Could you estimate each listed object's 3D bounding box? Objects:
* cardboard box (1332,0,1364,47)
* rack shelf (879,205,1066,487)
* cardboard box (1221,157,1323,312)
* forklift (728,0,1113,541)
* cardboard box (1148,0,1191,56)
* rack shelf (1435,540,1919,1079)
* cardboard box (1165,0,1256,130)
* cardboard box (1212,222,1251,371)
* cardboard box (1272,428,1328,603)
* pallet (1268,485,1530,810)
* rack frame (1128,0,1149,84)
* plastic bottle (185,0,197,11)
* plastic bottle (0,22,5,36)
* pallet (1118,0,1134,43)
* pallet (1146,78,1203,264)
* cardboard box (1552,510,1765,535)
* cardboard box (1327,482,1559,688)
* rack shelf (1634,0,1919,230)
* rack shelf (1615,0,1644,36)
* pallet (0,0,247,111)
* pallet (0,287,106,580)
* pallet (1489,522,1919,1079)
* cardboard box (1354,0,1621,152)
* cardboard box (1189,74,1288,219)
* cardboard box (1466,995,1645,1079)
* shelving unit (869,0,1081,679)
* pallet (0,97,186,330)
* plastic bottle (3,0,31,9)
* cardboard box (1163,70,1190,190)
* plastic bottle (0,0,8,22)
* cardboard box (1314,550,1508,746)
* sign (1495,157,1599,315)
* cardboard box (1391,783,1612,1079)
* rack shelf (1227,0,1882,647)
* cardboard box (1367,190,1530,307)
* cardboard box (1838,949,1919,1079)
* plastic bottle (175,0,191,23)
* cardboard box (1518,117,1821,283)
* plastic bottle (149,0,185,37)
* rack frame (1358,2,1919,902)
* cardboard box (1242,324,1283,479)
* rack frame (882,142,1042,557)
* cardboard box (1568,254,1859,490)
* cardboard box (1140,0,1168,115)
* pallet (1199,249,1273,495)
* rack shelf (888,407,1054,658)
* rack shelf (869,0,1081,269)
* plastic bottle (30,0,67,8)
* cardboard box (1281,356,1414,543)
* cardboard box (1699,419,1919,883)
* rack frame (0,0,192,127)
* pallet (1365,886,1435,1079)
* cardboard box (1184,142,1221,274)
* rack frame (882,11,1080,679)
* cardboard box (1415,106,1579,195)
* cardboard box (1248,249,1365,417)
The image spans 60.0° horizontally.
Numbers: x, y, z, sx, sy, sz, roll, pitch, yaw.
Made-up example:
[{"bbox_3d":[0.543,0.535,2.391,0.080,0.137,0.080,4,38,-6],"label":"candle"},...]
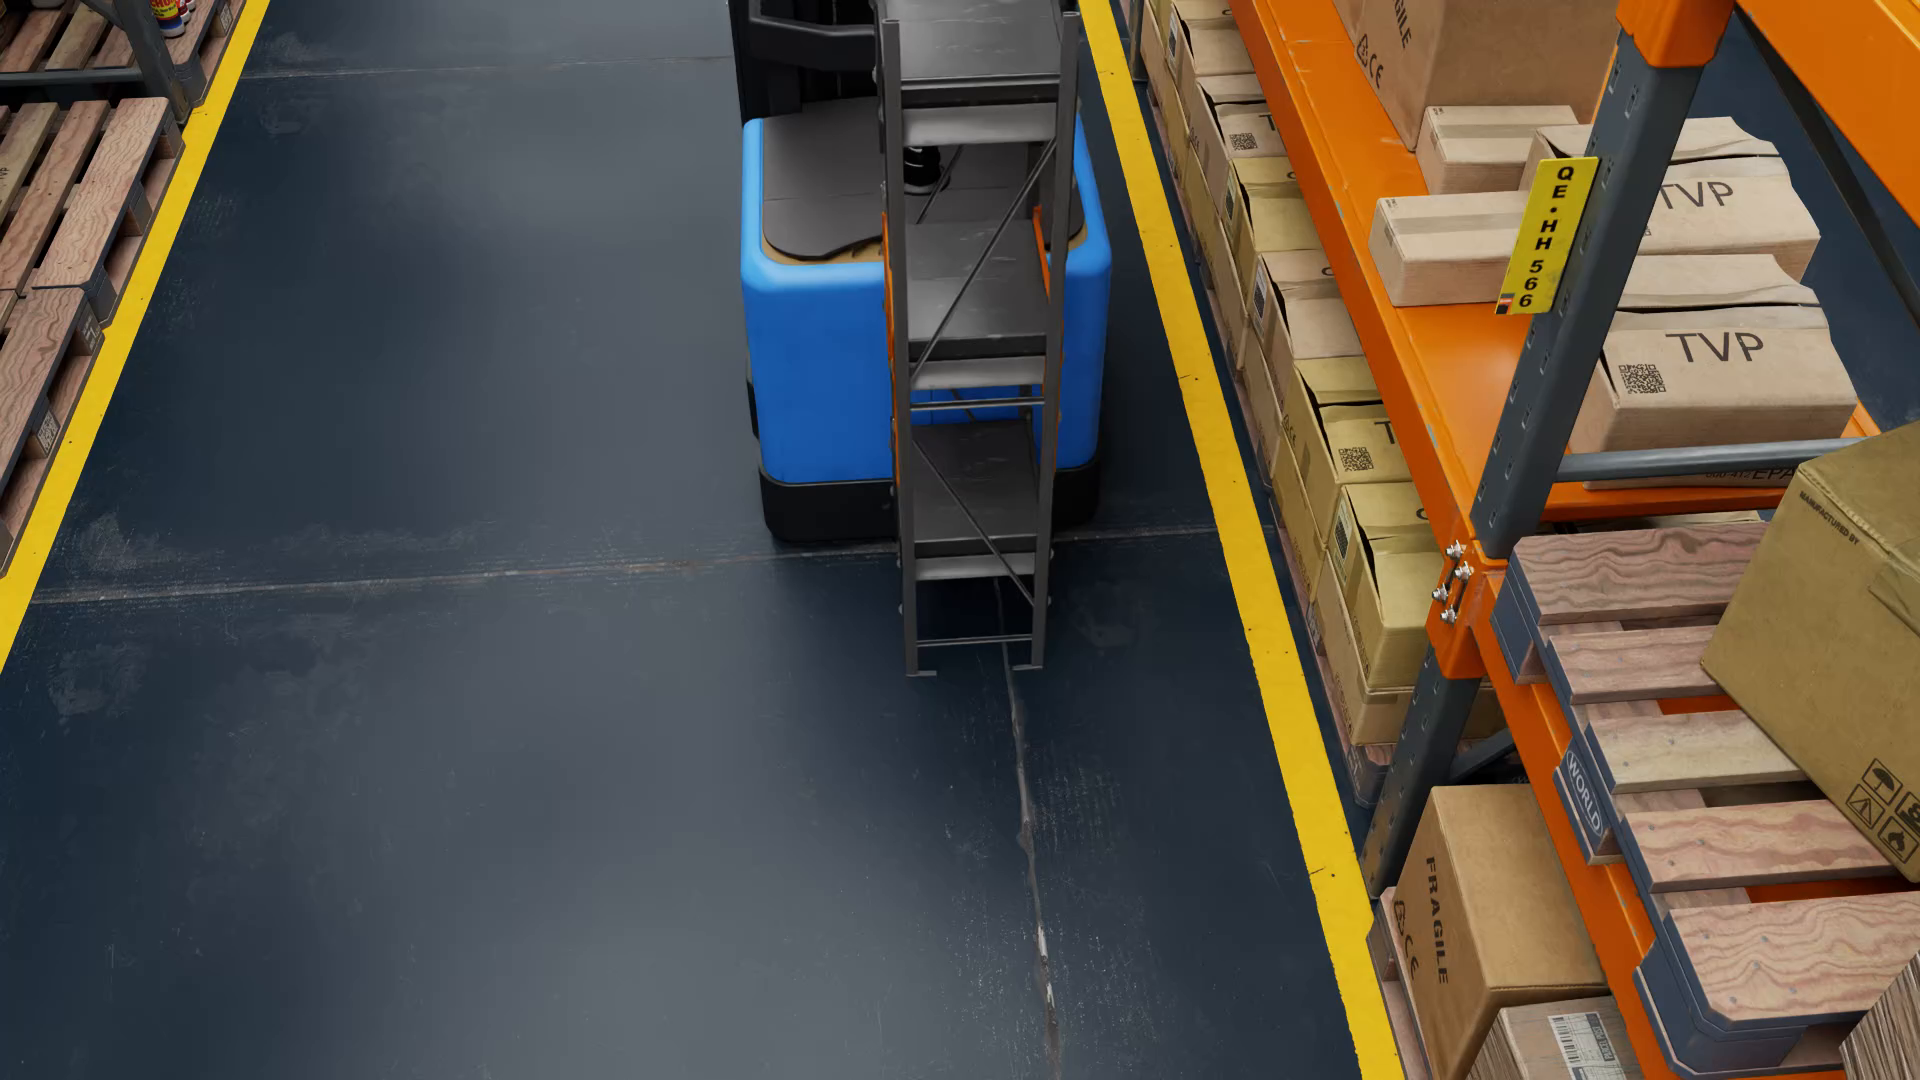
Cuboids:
[{"bbox_3d":[1.365,-1.787,4.808,0.500,0.500,0.500,-3,47,-3],"label":"cardboard box"},{"bbox_3d":[0.024,-0.501,4.297,0.431,0.518,0.480,-3,47,-3],"label":"rack shelf"},{"bbox_3d":[1.147,-1.019,5.367,0.500,0.311,0.500,-2,47,-2],"label":"cardboard box"},{"bbox_3d":[-0.200,-2.075,5.197,1.130,2.935,3.031,-3,47,-3],"label":"forklift"},{"bbox_3d":[1.017,-2.131,6.420,0.500,0.311,0.500,-3,47,-3],"label":"cardboard box"},{"bbox_3d":[1.733,1.535,2.226,1.077,0.370,4.000,-3,47,-3],"label":"rack shelf"},{"bbox_3d":[1.054,-1.768,6.077,0.500,0.311,0.500,-4,47,-4],"label":"cardboard box"},{"bbox_3d":[1.147,-0.833,5.577,0.500,0.250,0.500,-3,47,-3],"label":"cardboard box"},{"bbox_3d":[1.232,-0.097,4.880,0.500,0.250,0.500,-4,47,-4],"label":"cardboard box"},{"bbox_3d":[1.536,0.202,4.914,1.003,0.211,1.213,-3,47,-3],"label":"pallet"},{"bbox_3d":[1.231,-3.053,6.076,1.000,3.000,0.127,-3,47,-3],"label":"rack frame"},{"bbox_3d":[-3.312,-2.348,7.032,0.097,0.201,0.097,0,47,0],"label":"plastic bottle"},{"bbox_3d":[-4.046,-2.187,6.880,0.097,0.201,0.097,0,47,0],"label":"plastic bottle"},{"bbox_3d":[1.206,-2.672,7.635,1.003,0.211,1.213,-3,47,-3],"label":"pallet"},{"bbox_3d":[1.331,-1.564,6.585,1.003,0.211,1.213,-3,47,-3],"label":"pallet"},{"bbox_3d":[1.814,0.052,4.353,0.500,0.311,0.500,-2,47,-2],"label":"cardboard box"},{"bbox_3d":[1.276,0.085,4.322,0.500,0.311,0.500,-2,47,-2],"label":"cardboard box"},{"bbox_3d":[1.733,0.504,1.136,1.077,0.370,4.000,-3,47,-3],"label":"rack shelf"},{"bbox_3d":[1.398,-2.390,3.877,1.077,0.370,4.000,-3,47,-3],"label":"rack shelf"},{"bbox_3d":[-3.720,-2.284,7.268,1.003,0.211,1.213,-3,47,-3],"label":"pallet"},{"bbox_3d":[-3.496,-0.345,5.432,1.003,0.211,1.213,-3,47,-3],"label":"pallet"},{"bbox_3d":[1.692,0.393,2.944,1.213,0.211,1.003,-3,47,-3],"label":"pallet"},{"bbox_3d":[1.409,-1.407,4.447,0.500,0.500,0.500,-6,47,-5],"label":"cardboard box"},{"bbox_3d":[1.098,-1.394,5.723,0.500,0.311,0.500,-5,47,-5],"label":"cardboard box"},{"bbox_3d":[1.368,1.274,3.396,0.500,0.500,0.500,-5,47,-5],"label":"cardboard box"},{"bbox_3d":[0.024,-0.510,4.287,0.431,2.100,0.503,-3,47,-3],"label":"shelving unit"},{"bbox_3d":[-3.601,-1.230,6.270,1.003,0.211,1.213,-3,47,-3],"label":"pallet"},{"bbox_3d":[-4.047,-2.444,7.020,0.144,0.351,0.185,-5,47,-4],"label":"plastic bottle"},{"bbox_3d":[1.059,-1.575,6.281,0.500,0.250,0.500,-2,47,-2],"label":"cardboard box"},{"bbox_3d":[-4.075,-2.300,6.930,0.061,0.283,0.133,-1,47,-1],"label":"plastic bottle"},{"bbox_3d":[1.279,0.276,4.527,0.500,0.250,0.500,-2,47,-2],"label":"cardboard box"},{"bbox_3d":[1.013,-0.521,2.880,0.100,0.325,0.005,-3,47,-3],"label":"sign"},{"bbox_3d":[1.319,0.896,3.754,0.500,0.500,0.500,-2,47,-2],"label":"cardboard box"},{"bbox_3d":[1.398,-1.359,4.966,1.077,0.370,4.000,-3,47,-3],"label":"rack shelf"},{"bbox_3d":[1.215,-0.707,4.026,0.380,0.149,0.250,-3,47,-3],"label":"cardboard box"},{"bbox_3d":[1.617,0.784,2.083,0.700,0.500,0.500,4,47,4],"label":"cardboard box"},{"bbox_3d":[-3.304,-2.275,6.963,0.097,0.201,0.097,0,47,0],"label":"plastic bottle"},{"bbox_3d":[1.684,-0.787,3.991,0.500,0.311,0.500,-4,47,-4],"label":"cardboard box"},{"bbox_3d":[-3.295,-2.225,6.868,0.097,0.271,0.097,0,47,0],"label":"plastic bottle"},{"bbox_3d":[1.566,-0.159,3.335,1.000,3.000,0.127,-3,47,-3],"label":"rack frame"},{"bbox_3d":[1.193,-0.461,5.225,0.500,0.250,0.500,-3,47,-2],"label":"cardboard box"},{"bbox_3d":[0.004,-0.687,4.454,0.400,2.100,0.015,-3,47,-3],"label":"rack frame"},{"bbox_3d":[1.579,-0.394,3.619,0.500,0.311,0.500,-1,47,-1],"label":"cardboard box"},{"bbox_3d":[1.018,-1.945,6.631,0.500,0.250,0.500,-5,47,-4],"label":"cardboard box"},{"bbox_3d":[1.437,-0.679,5.748,1.003,0.211,1.213,-3,47,-3],"label":"pallet"},{"bbox_3d":[0.024,-0.019,4.805,0.431,0.518,0.480,-3,47,-3],"label":"rack shelf"},{"bbox_3d":[0.024,-0.982,3.789,0.431,0.518,0.480,-3,47,-3],"label":"rack shelf"},{"bbox_3d":[-3.903,-2.452,7.028,0.144,0.351,0.185,-3,47,-3],"label":"plastic bottle"},{"bbox_3d":[1.226,-0.291,4.678,0.500,0.311,0.500,-4,47,-4],"label":"cardboard box"},{"bbox_3d":[1.731,0.111,2.721,0.700,0.500,0.500,-18,49,-16],"label":"cardboard box"},{"bbox_3d":[-3.706,-2.755,5.793,1.000,3.000,0.127,-3,47,-3],"label":"rack frame"},{"bbox_3d":[1.590,1.342,3.834,1.003,0.211,1.213,-3,47,-3],"label":"pallet"},{"bbox_3d":[1.105,-1.201,5.926,0.500,0.250,0.500,-5,47,-5],"label":"cardboard box"},{"bbox_3d":[0.043,-0.334,4.120,0.400,2.100,0.015,-3,47,-3],"label":"rack frame"},{"bbox_3d":[1.403,-0.992,4.297,0.380,0.149,0.250,0,47,0],"label":"cardboard box"},{"bbox_3d":[1.187,-0.656,5.024,0.500,0.311,0.500,-4,47,-4],"label":"cardboard box"}]
